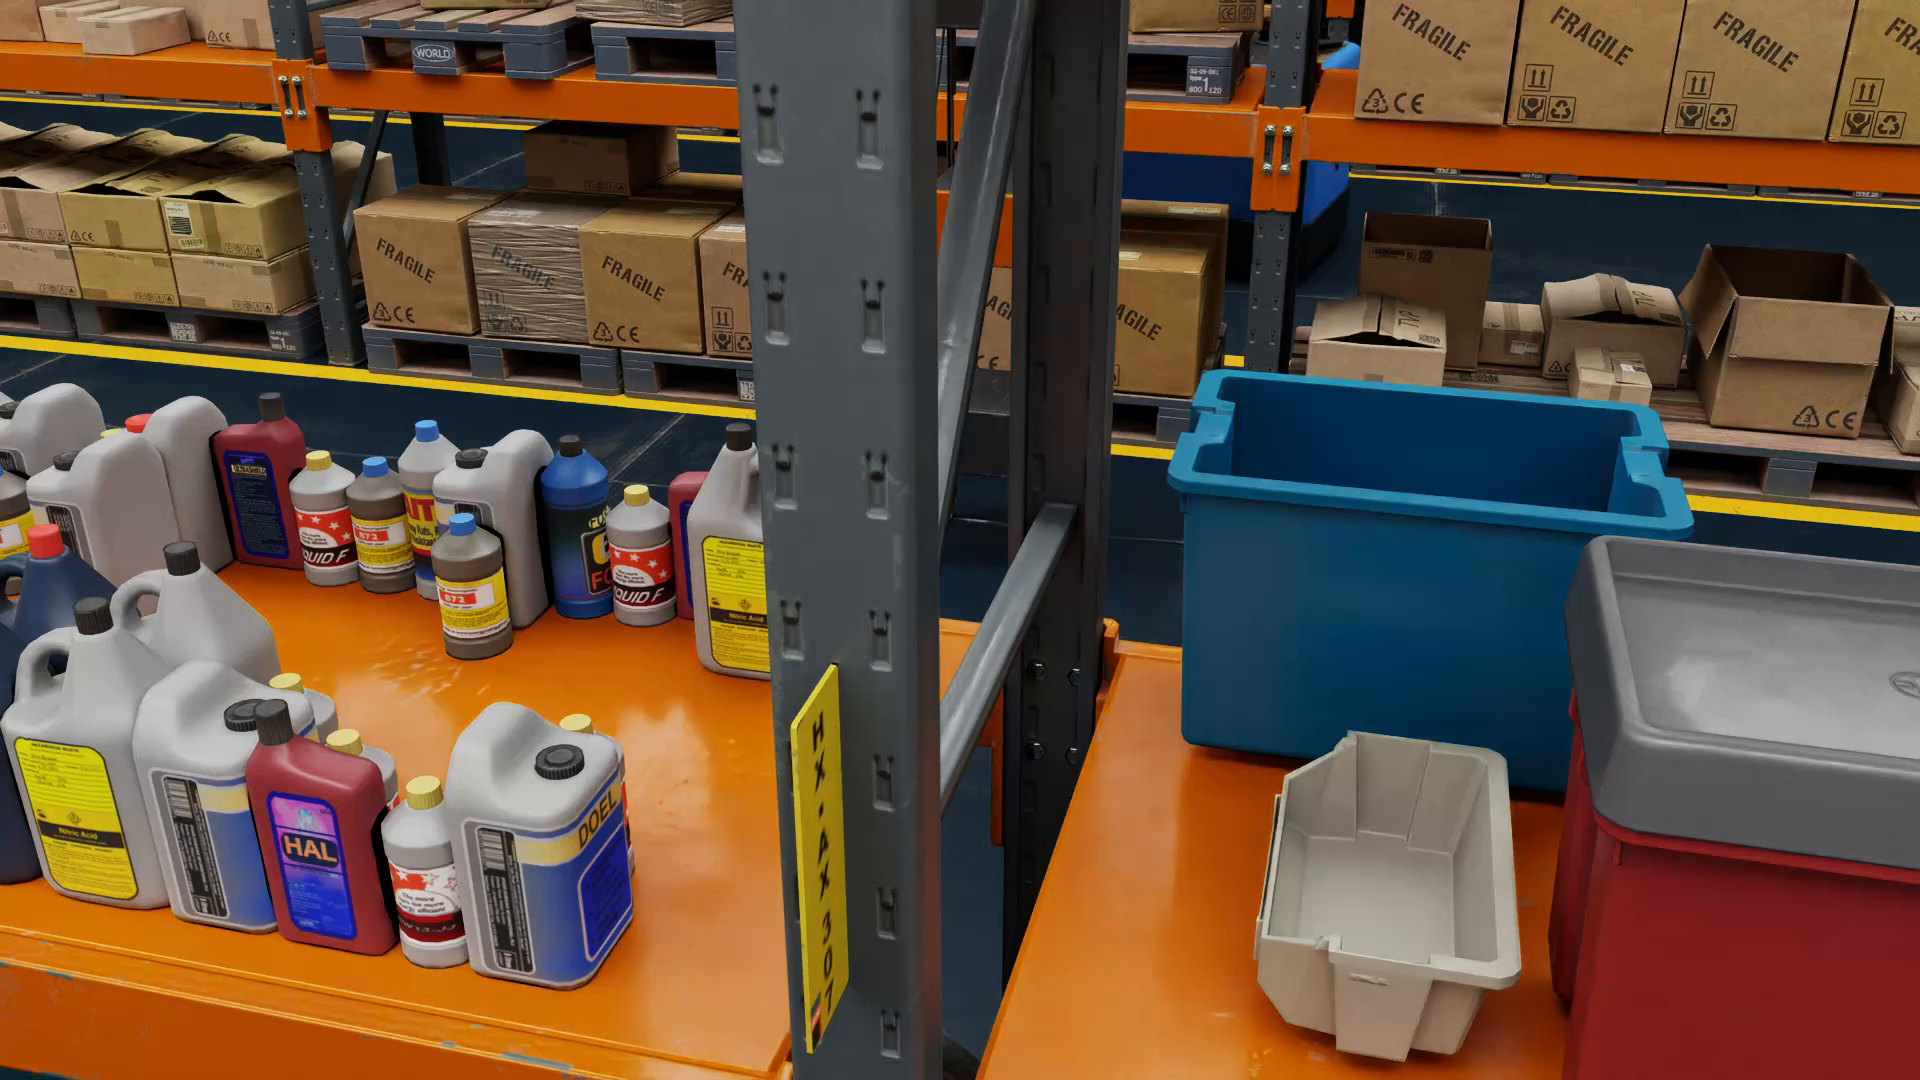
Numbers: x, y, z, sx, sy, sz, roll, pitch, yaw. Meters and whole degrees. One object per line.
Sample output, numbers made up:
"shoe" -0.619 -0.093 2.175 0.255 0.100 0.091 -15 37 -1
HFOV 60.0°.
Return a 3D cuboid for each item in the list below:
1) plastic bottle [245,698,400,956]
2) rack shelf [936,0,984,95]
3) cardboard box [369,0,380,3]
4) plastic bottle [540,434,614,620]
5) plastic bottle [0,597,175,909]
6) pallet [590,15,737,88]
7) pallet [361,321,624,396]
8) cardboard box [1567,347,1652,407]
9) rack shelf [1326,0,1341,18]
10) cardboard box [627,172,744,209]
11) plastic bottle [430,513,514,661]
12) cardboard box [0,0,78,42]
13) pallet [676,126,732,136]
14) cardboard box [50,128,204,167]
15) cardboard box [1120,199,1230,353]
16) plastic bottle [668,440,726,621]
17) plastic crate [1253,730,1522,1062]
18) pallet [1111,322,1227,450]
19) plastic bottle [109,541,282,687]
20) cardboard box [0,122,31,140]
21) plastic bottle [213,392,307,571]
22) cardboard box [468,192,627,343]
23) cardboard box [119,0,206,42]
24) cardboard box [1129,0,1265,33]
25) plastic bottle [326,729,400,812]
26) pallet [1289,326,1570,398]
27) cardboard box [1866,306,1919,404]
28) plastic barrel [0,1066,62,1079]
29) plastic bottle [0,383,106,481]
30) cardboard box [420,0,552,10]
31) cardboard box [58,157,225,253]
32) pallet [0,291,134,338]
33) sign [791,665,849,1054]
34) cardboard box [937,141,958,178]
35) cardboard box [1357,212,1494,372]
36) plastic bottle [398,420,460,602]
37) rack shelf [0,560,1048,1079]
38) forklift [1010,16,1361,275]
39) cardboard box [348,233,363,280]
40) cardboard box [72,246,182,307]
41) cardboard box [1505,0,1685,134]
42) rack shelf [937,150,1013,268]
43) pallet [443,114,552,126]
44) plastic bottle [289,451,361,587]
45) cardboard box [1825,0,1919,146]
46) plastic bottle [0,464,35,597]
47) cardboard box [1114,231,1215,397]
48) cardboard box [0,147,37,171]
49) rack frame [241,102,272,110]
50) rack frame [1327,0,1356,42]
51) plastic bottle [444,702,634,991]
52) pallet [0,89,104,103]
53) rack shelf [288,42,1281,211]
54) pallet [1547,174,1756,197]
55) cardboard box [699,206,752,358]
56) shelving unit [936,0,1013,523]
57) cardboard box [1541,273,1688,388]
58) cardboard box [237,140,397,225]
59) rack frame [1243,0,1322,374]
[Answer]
"plastic bottle" -0.673 0.303 1.760 0.133 0.283 0.061 6 26 13
"rack shelf" 0.160 -1.550 4.966 0.480 0.518 0.431 6 26 13
"cardboard box" -4.112 -4.108 12.413 0.500 0.250 0.500 6 26 12
"plastic bottle" -0.564 -0.025 2.462 0.097 0.271 0.097 0 25 0
"plastic bottle" -0.947 0.224 1.848 0.185 0.351 0.144 6 26 13
"pallet" -0.727 -2.033 6.755 1.213 0.211 1.003 6 26 13
"pallet" -1.898 -0.972 7.545 1.213 0.211 1.003 6 26 13
"cardboard box" 2.455 -0.594 6.292 0.250 0.166 0.380 6 26 13
"rack shelf" 0.555 -3.850 11.184 4.000 0.370 1.077 6 26 13
"cardboard box" -1.147 -1.338 7.468 0.500 0.500 0.500 5 26 11
"plastic bottle" -0.696 0.060 2.366 0.097 0.201 0.097 0 25 0
"cardboard box" -4.241 -2.544 7.488 0.500 0.500 0.500 5 26 10
"pallet" -2.138 -3.214 12.256 1.213 0.211 1.003 6 26 13
"cardboard box" -4.050 -1.814 8.129 0.500 0.311 0.500 6 26 12
"cardboard box" 0.854 -1.121 7.012 0.500 0.500 0.500 5 26 11
"plastic bottle" -0.353 -0.015 2.427 0.133 0.283 0.061 6 26 13
"plastic crate" 0.440 0.365 1.731 0.243 0.136 0.396 6 26 13
"pallet" 0.465 -0.710 6.997 1.213 0.211 1.003 6 26 13
"plastic bottle" -0.911 0.164 1.974 0.185 0.351 0.144 6 26 13
"cardboard box" -5.034 -1.924 8.360 0.500 0.311 0.500 6 26 13
"plastic bottle" -1.084 -0.096 2.597 0.133 0.283 0.061 6 26 13
"cardboard box" -1.734 -1.175 7.124 0.500 0.500 0.500 5 26 11
"cardboard box" -3.430 -2.462 7.536 0.500 0.311 0.500 6 26 12
"cardboard box" 0.859 -2.277 6.438 0.500 0.500 0.700 -2 26 -5
"plastic bottle" -0.671 0.305 1.851 0.097 0.201 0.097 0 25 0
"pallet" 1.927 -0.565 6.691 1.213 0.211 1.003 6 26 13
"cardboard box" 3.711 -0.710 6.439 0.500 0.250 0.500 6 26 13
"plastic barrel" -1.184 0.780 2.574 0.708 0.901 0.600 6 26 13
"plastic bottle" -1.450 -0.112 2.641 0.135 0.276 0.152 6 26 13
"cardboard box" -1.974 -2.541 6.992 0.500 0.500 0.700 -2 26 -5
"cardboard box" -3.686 -1.534 7.541 0.500 0.311 0.500 6 26 12
"pallet" -4.577 -1.303 8.241 1.213 0.211 1.003 6 26 13
"sign" -0.114 0.268 1.376 0.005 0.325 0.100 6 26 13
"cardboard box" -0.114 -1.567 7.075 0.500 0.250 0.500 6 26 13
"cardboard box" 1.884 -1.025 6.810 0.500 0.500 0.500 6 26 13
"plastic bottle" -0.789 -0.049 2.514 0.097 0.271 0.097 0 25 0
"rack shelf" -1.912 0.274 2.521 4.000 0.370 1.077 6 26 13
"forklift" 0.571 -3.069 8.787 3.031 2.935 1.130 11 28 22
"cardboard box" -3.046 -1.453 8.022 0.500 0.250 0.500 6 26 13
"cardboard box" -3.682 -1.283 7.665 0.500 0.250 0.500 6 26 12
"cardboard box" 2.184 -1.722 5.760 0.500 0.500 0.500 7 26 14
"rack shelf" 0.160 -0.918 5.267 0.480 0.518 0.431 6 26 13
"pallet" -3.316 -3.346 12.532 1.213 0.211 1.003 6 26 13
"plastic bottle" -0.977 -0.039 2.573 0.097 0.201 0.097 0 25 0
"cardboard box" 3.161 -1.613 5.533 0.500 0.500 0.500 6 26 12
"plastic bottle" -1.463 -0.025 2.544 0.097 0.201 0.097 0 25 0
"cardboard box" 0.713 -0.902 6.550 0.500 0.500 0.500 6 26 13
"cardboard box" -4.659 -1.644 7.771 0.500 0.311 0.500 7 26 14
"rack frame" -5.256 -4.817 12.379 0.127 3.000 1.000 6 26 13
"rack frame" 2.492 -3.961 10.580 0.127 3.000 1.000 6 26 13
"plastic bottle" -0.438 0.312 1.749 0.135 0.276 0.152 6 26 13
"pallet" -7.100 -3.745 13.371 1.213 0.211 1.003 6 26 13
"rack shelf" -0.675 -1.787 6.852 4.000 0.370 1.077 6 26 13
"pallet" 4.394 -2.458 10.667 1.213 0.211 1.003 6 26 13
"cardboard box" -0.743 -1.065 6.894 0.500 0.500 0.500 5 26 11
"shelving unit" 0.160 -0.930 5.261 0.503 2.100 0.431 6 26 13
"cardboard box" 2.611 -0.859 6.682 0.500 0.311 0.500 6 26 13
"cardboard box" -3.046 -1.706 7.902 0.500 0.311 0.500 7 26 15
"rack frame" 1.262 -1.898 6.247 0.127 3.000 1.000 6 26 13
